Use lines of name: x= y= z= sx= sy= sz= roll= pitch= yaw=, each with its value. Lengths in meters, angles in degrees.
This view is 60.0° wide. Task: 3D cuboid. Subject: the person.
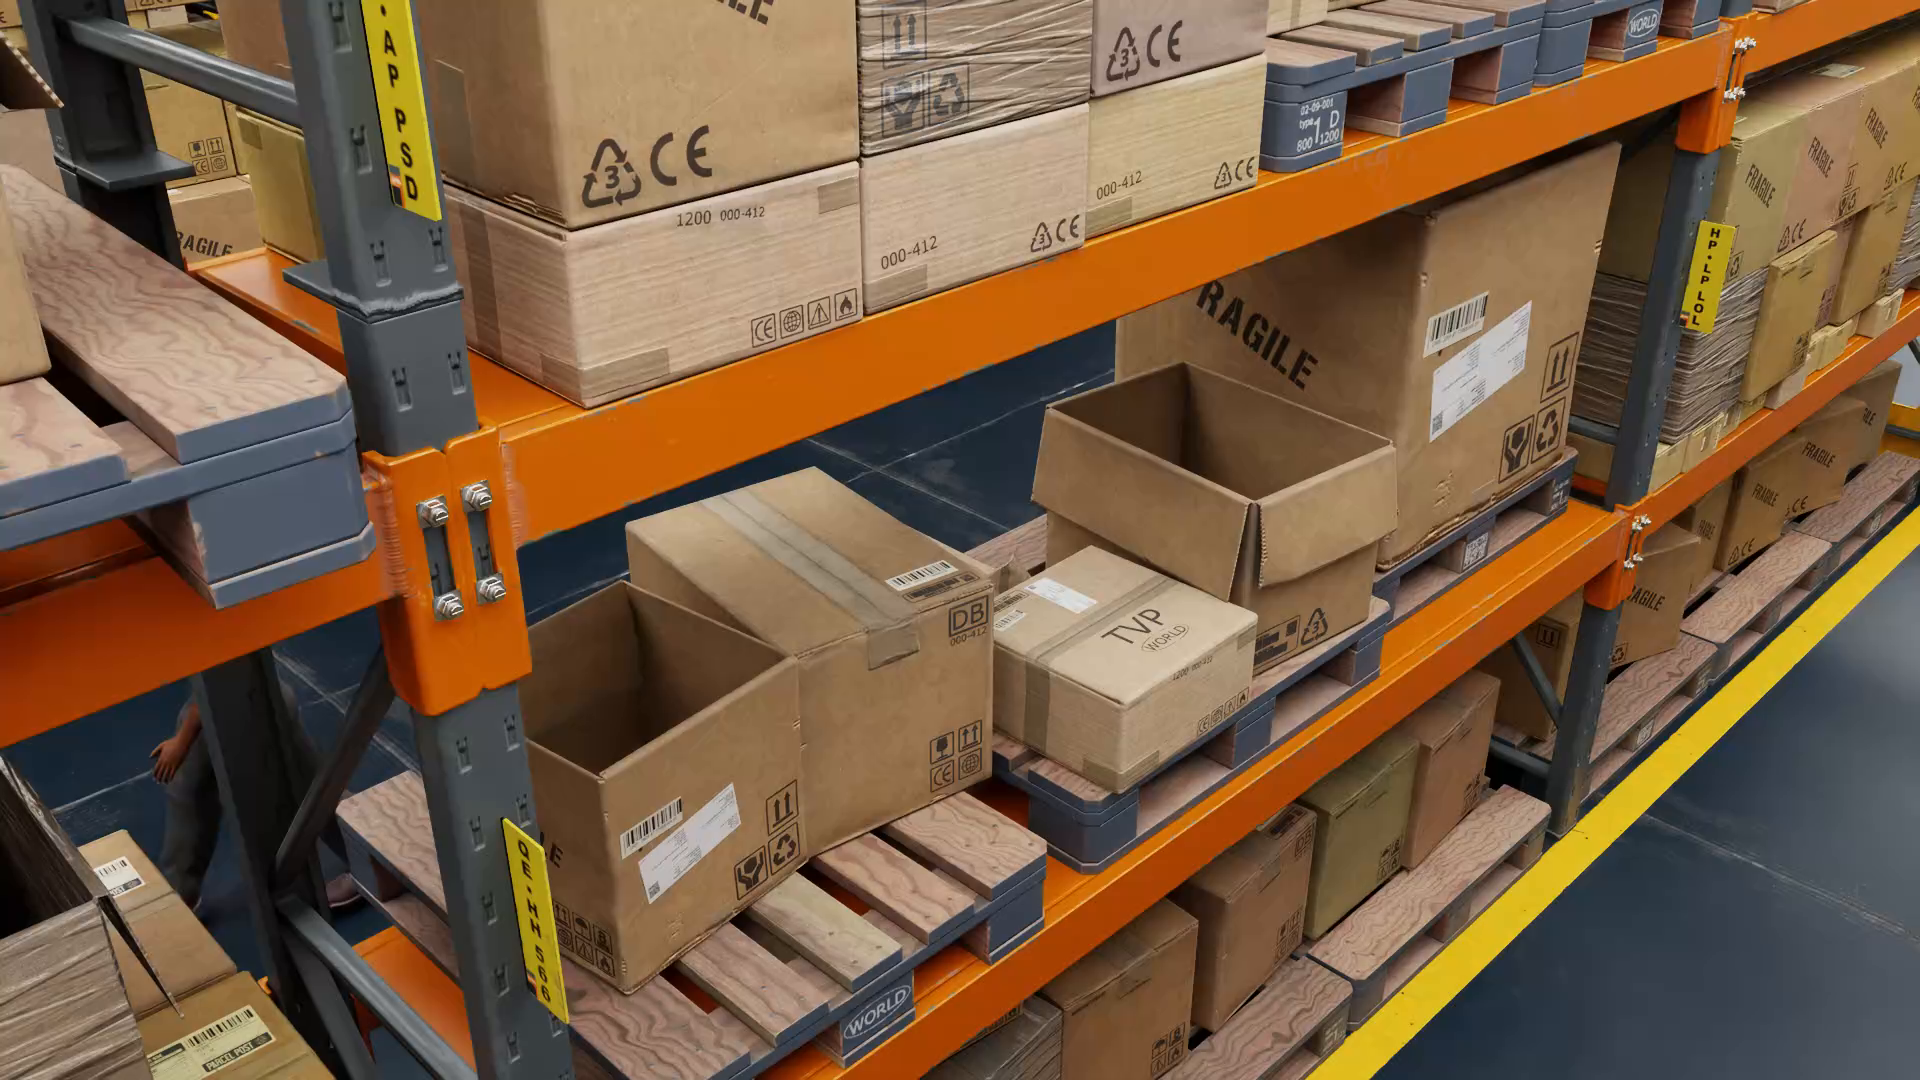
person: x=-2.306 y=0.533 z=5.115 sx=0.880 sy=1.644 sz=0.458 roll=-17 pitch=33 yaw=-29
